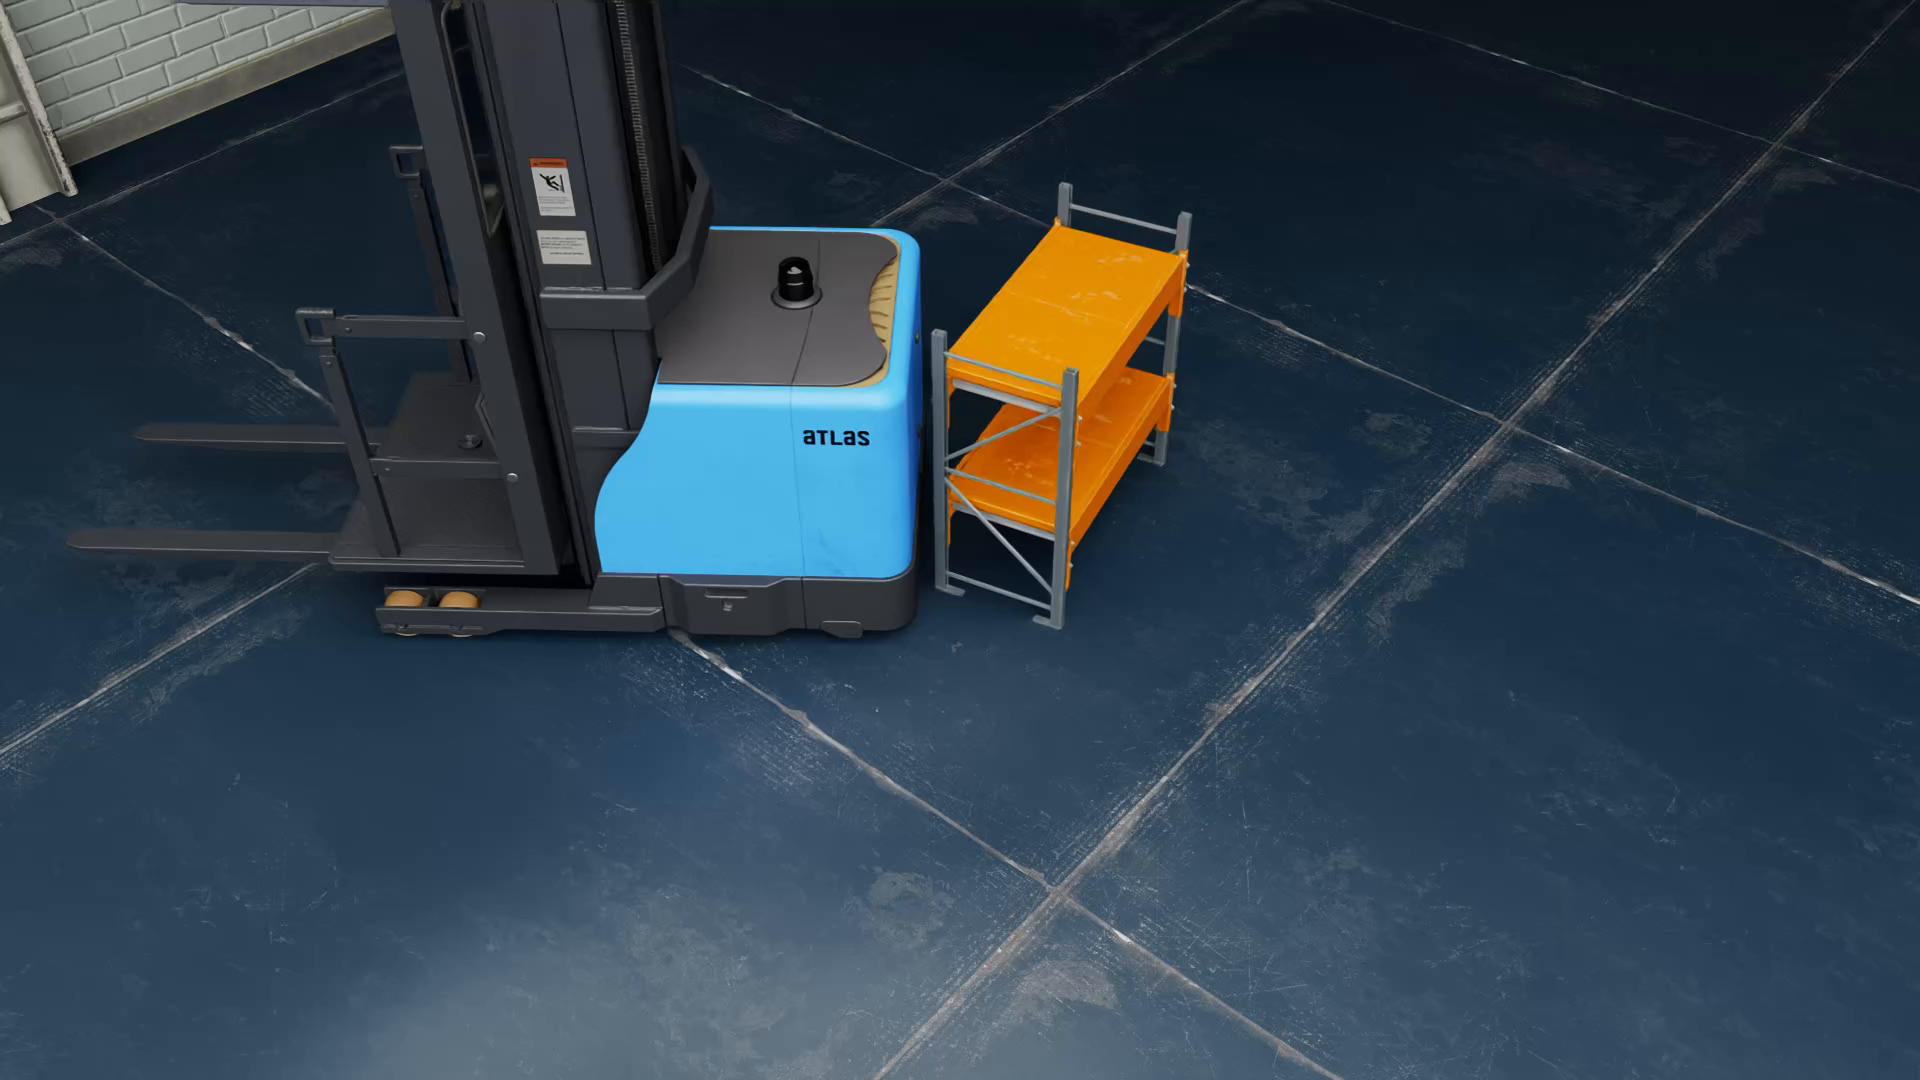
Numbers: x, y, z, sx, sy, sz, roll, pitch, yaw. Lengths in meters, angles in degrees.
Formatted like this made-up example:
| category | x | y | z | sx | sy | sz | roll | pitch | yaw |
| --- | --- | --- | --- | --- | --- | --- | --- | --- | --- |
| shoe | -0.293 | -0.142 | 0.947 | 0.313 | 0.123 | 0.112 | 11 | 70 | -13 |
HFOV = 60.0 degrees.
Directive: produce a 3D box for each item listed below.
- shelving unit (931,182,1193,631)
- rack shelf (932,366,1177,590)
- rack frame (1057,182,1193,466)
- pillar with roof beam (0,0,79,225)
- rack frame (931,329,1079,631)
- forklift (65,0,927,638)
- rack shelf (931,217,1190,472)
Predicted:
| category | x | y | z | sx | sy | sz | roll | pitch | yaw |
| --- | --- | --- | --- | --- | --- | --- | --- | --- | --- |
| shelving unit | 0.362 | -0.486 | 5.948 | 0.538 | 1.125 | 1.048 | 18 | 45 | 19 |
| rack shelf | 0.362 | -0.305 | 6.112 | 0.538 | 0.278 | 1.000 | 18 | 45 | 19 |
| rack frame | 0.585 | -0.793 | 6.286 | 0.500 | 1.125 | 0.032 | 18 | 45 | 19 |
| pillar with roof beam | -1.247 | -3.127 | 3.000 | 9.100 | 9.000 | 0.400 | 29 | 50 | 28 |
| rack frame | 0.139 | -0.178 | 5.610 | 0.500 | 1.125 | 0.032 | 18 | 45 | 19 |
| forklift | -1.656 | -1.097 | 5.278 | 3.031 | 2.935 | 1.130 | 1 | 42 | 1 |
| rack shelf | 0.362 | -0.702 | 5.751 | 0.538 | 0.278 | 1.000 | 18 | 45 | 19 |
